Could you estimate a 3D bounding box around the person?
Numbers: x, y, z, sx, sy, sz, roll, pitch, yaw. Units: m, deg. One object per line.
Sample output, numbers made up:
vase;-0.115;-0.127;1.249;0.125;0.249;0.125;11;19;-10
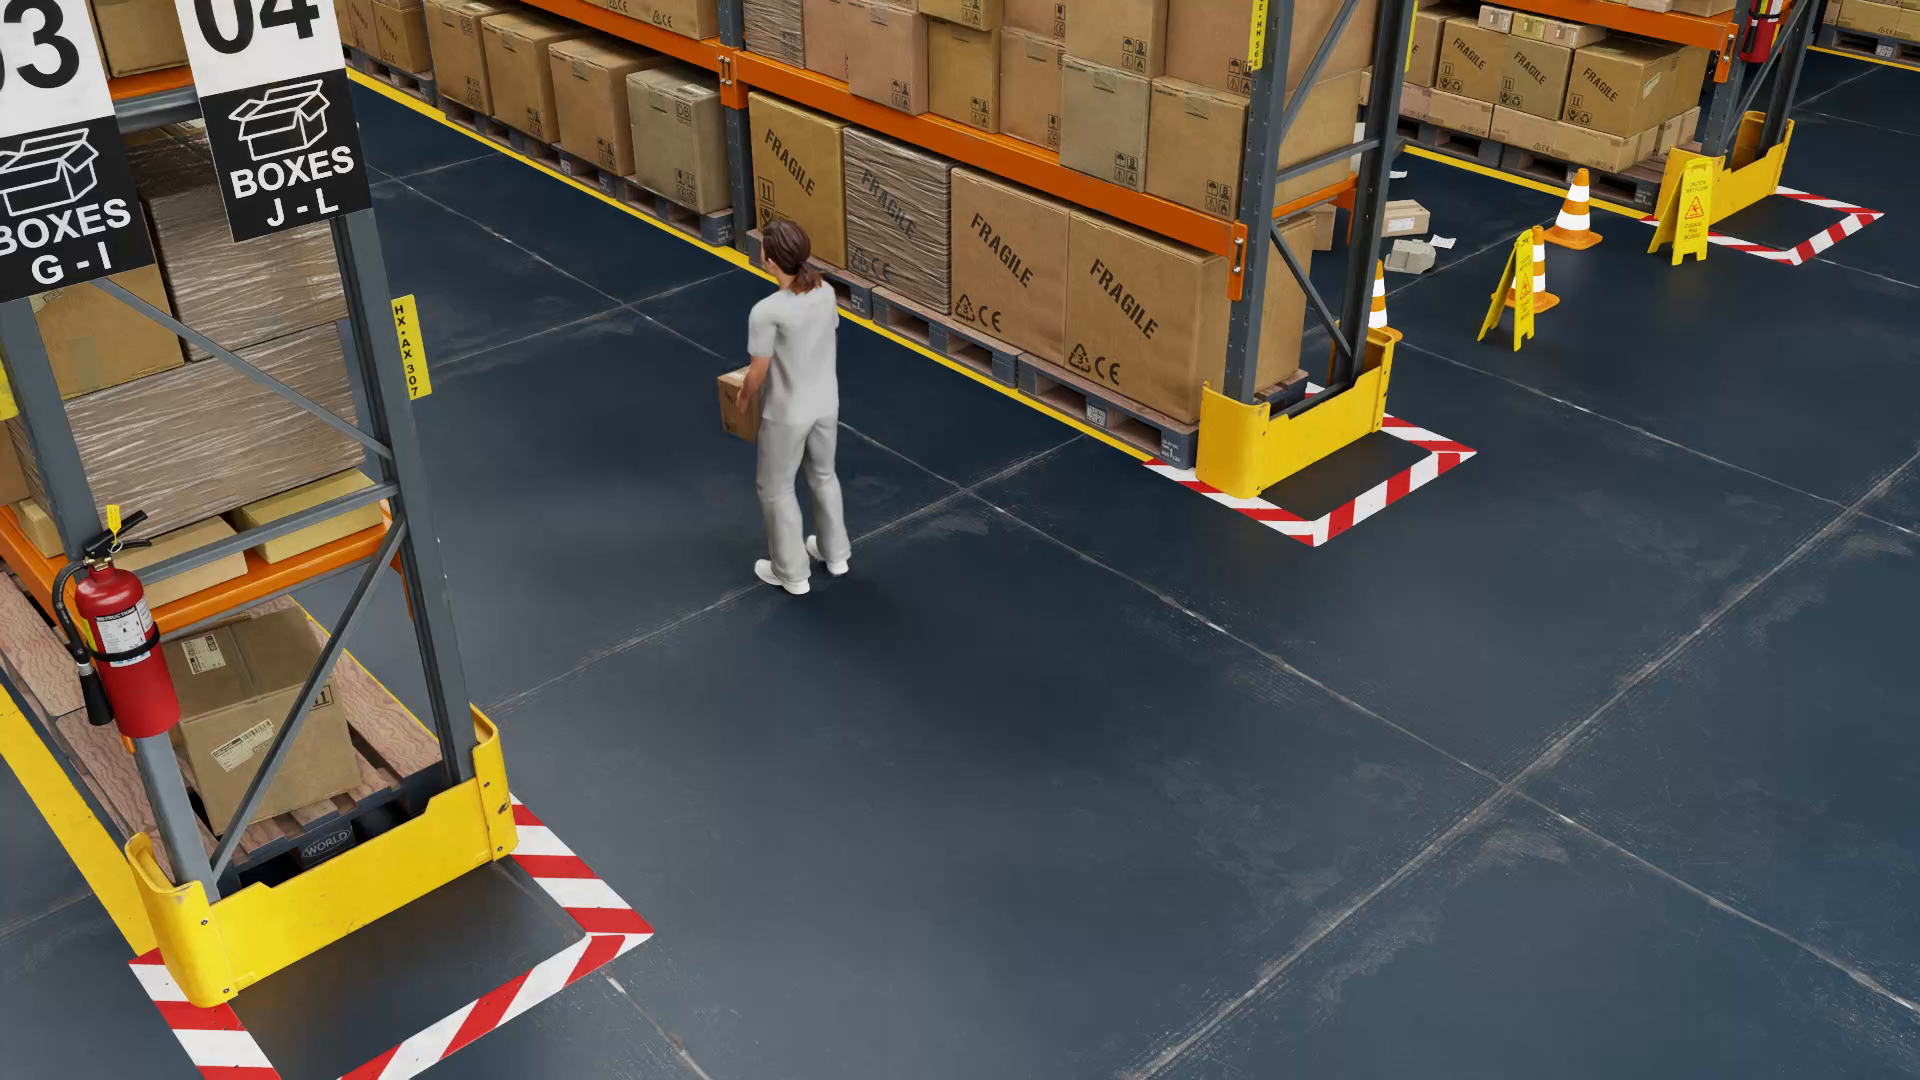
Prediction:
person;-0.710;-0.558;7.031;0.466;1.676;0.412;-27;41;-36
